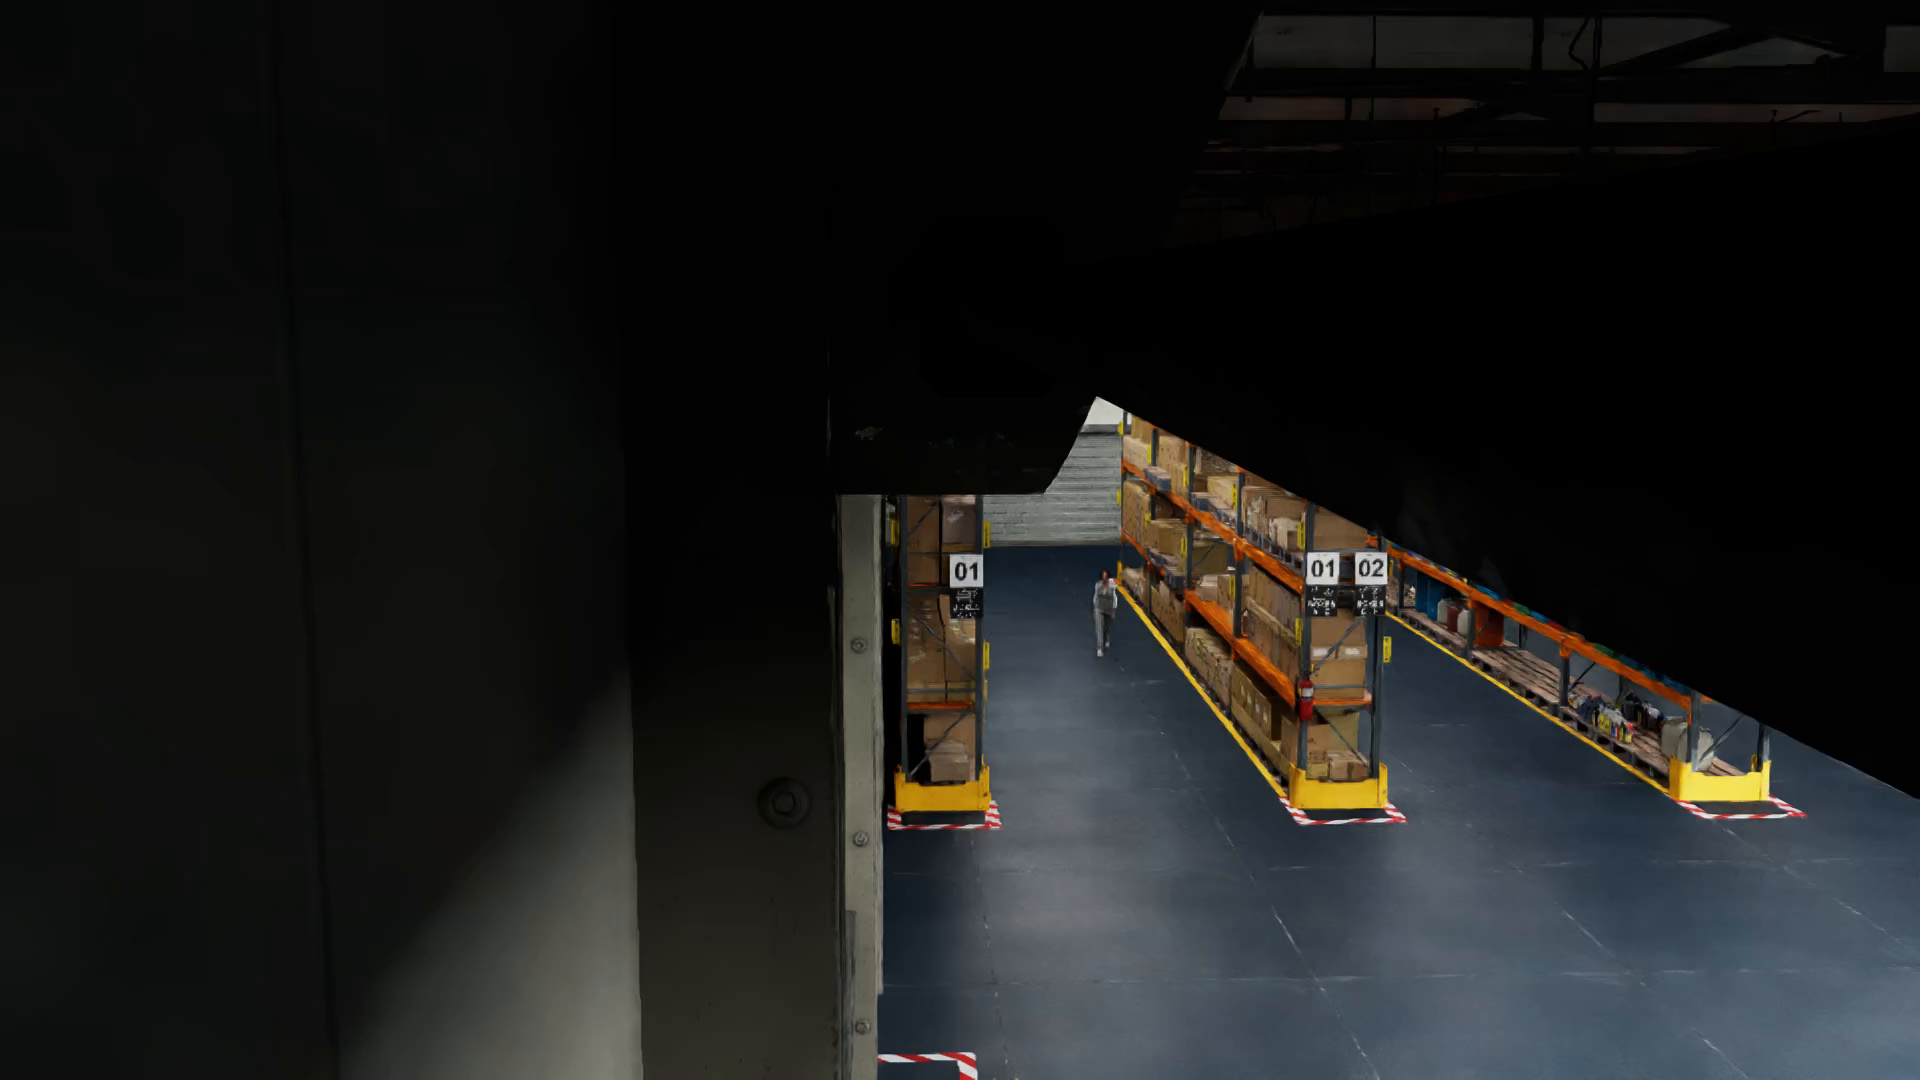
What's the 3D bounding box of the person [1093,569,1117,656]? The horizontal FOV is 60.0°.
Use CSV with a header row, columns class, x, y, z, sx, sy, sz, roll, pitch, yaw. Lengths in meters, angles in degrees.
class,x,y,z,sx,sy,sz,roll,pitch,yaw
person,2.571,1.243,29.410,0.419,1.501,1.043,0,8,0
